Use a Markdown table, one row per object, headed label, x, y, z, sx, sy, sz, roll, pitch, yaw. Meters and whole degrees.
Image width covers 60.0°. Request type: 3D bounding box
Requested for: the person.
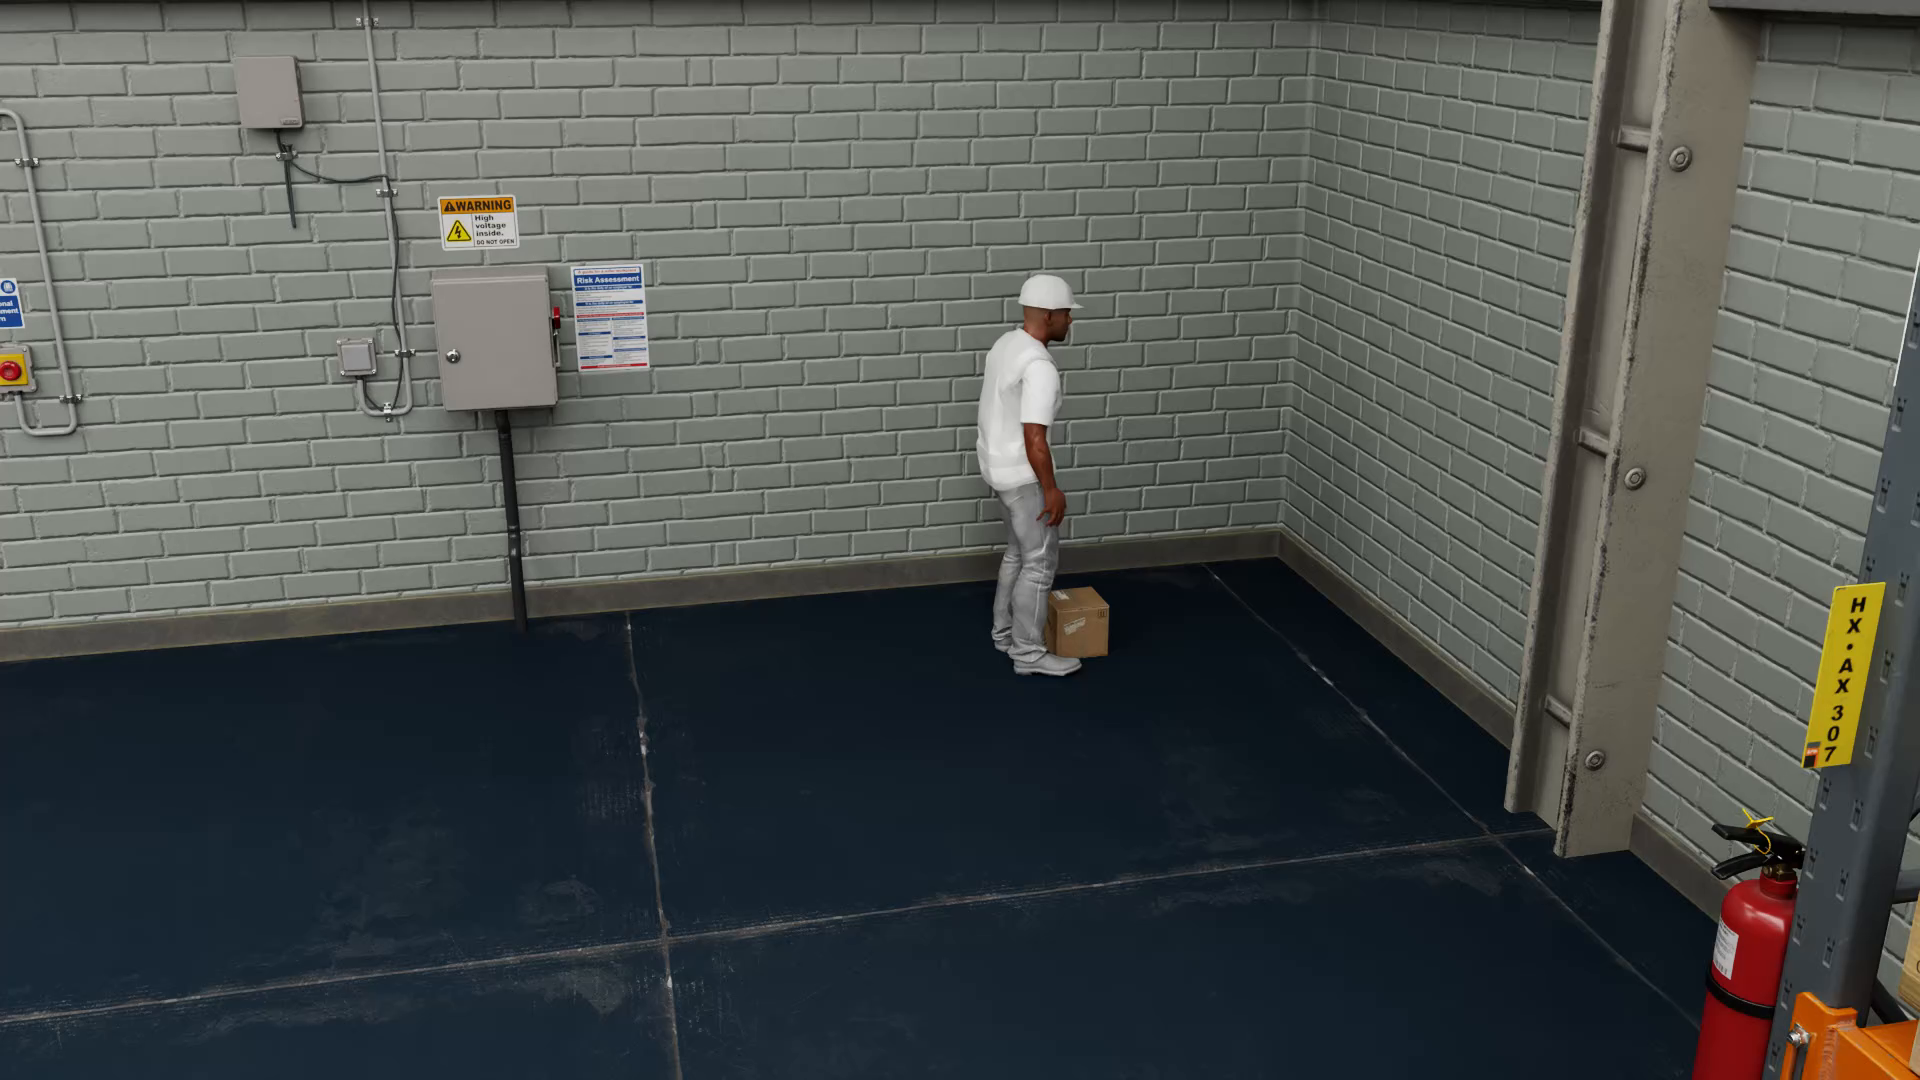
| label | x | y | z | sx | sy | sz | roll | pitch | yaw |
| --- | --- | --- | --- | --- | --- | --- | --- | --- | --- |
| person | 0.315 | -0.295 | 7.375 | 0.456 | 1.761 | 0.628 | -4 | 20 | -12 |
